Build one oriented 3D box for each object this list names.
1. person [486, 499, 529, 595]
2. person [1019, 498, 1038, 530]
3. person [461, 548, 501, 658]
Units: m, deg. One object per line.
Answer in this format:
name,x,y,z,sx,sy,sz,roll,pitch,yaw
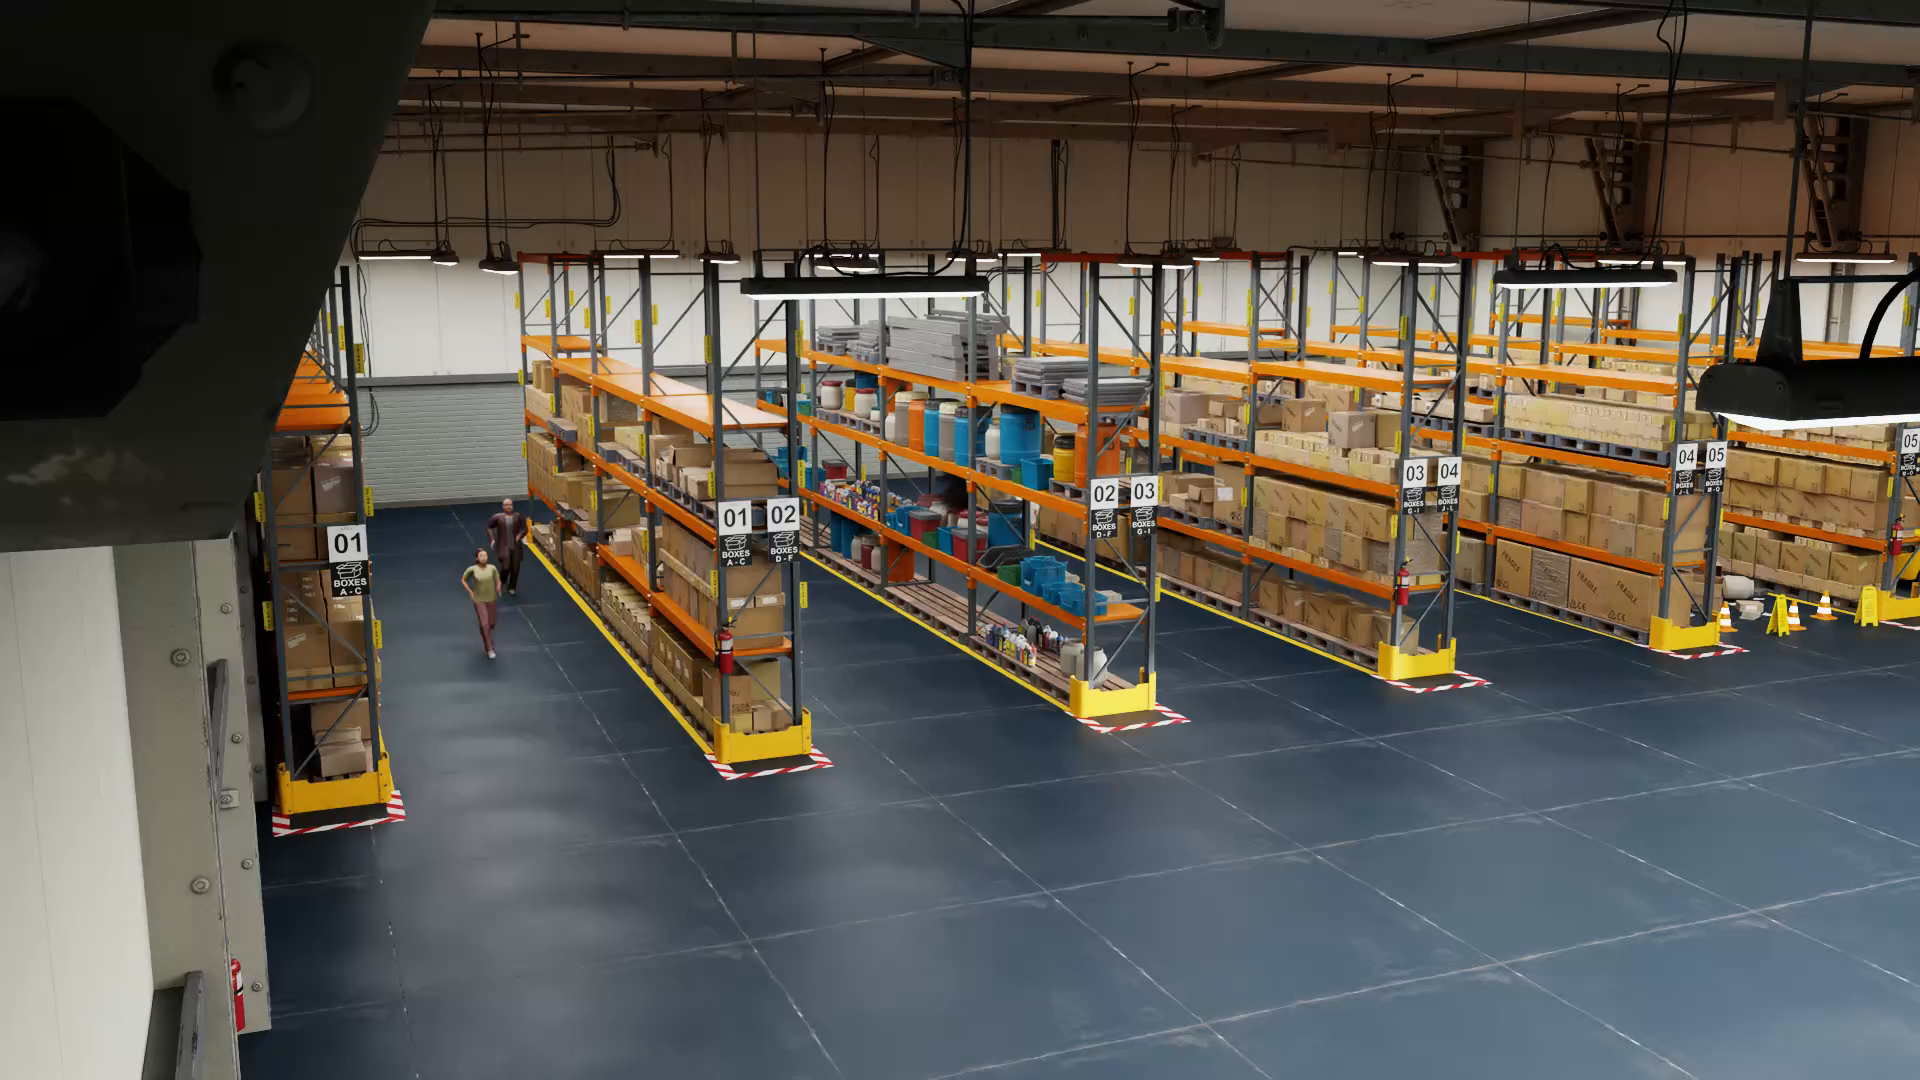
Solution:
person,-7.955,0.142,29.375,0.704,1.734,0.653,-5,11,-25
person,1.139,-0.301,30.225,0.526,1.805,0.758,-6,12,-28
person,-7.292,0.934,25.427,0.579,1.657,0.804,-6,12,-31
